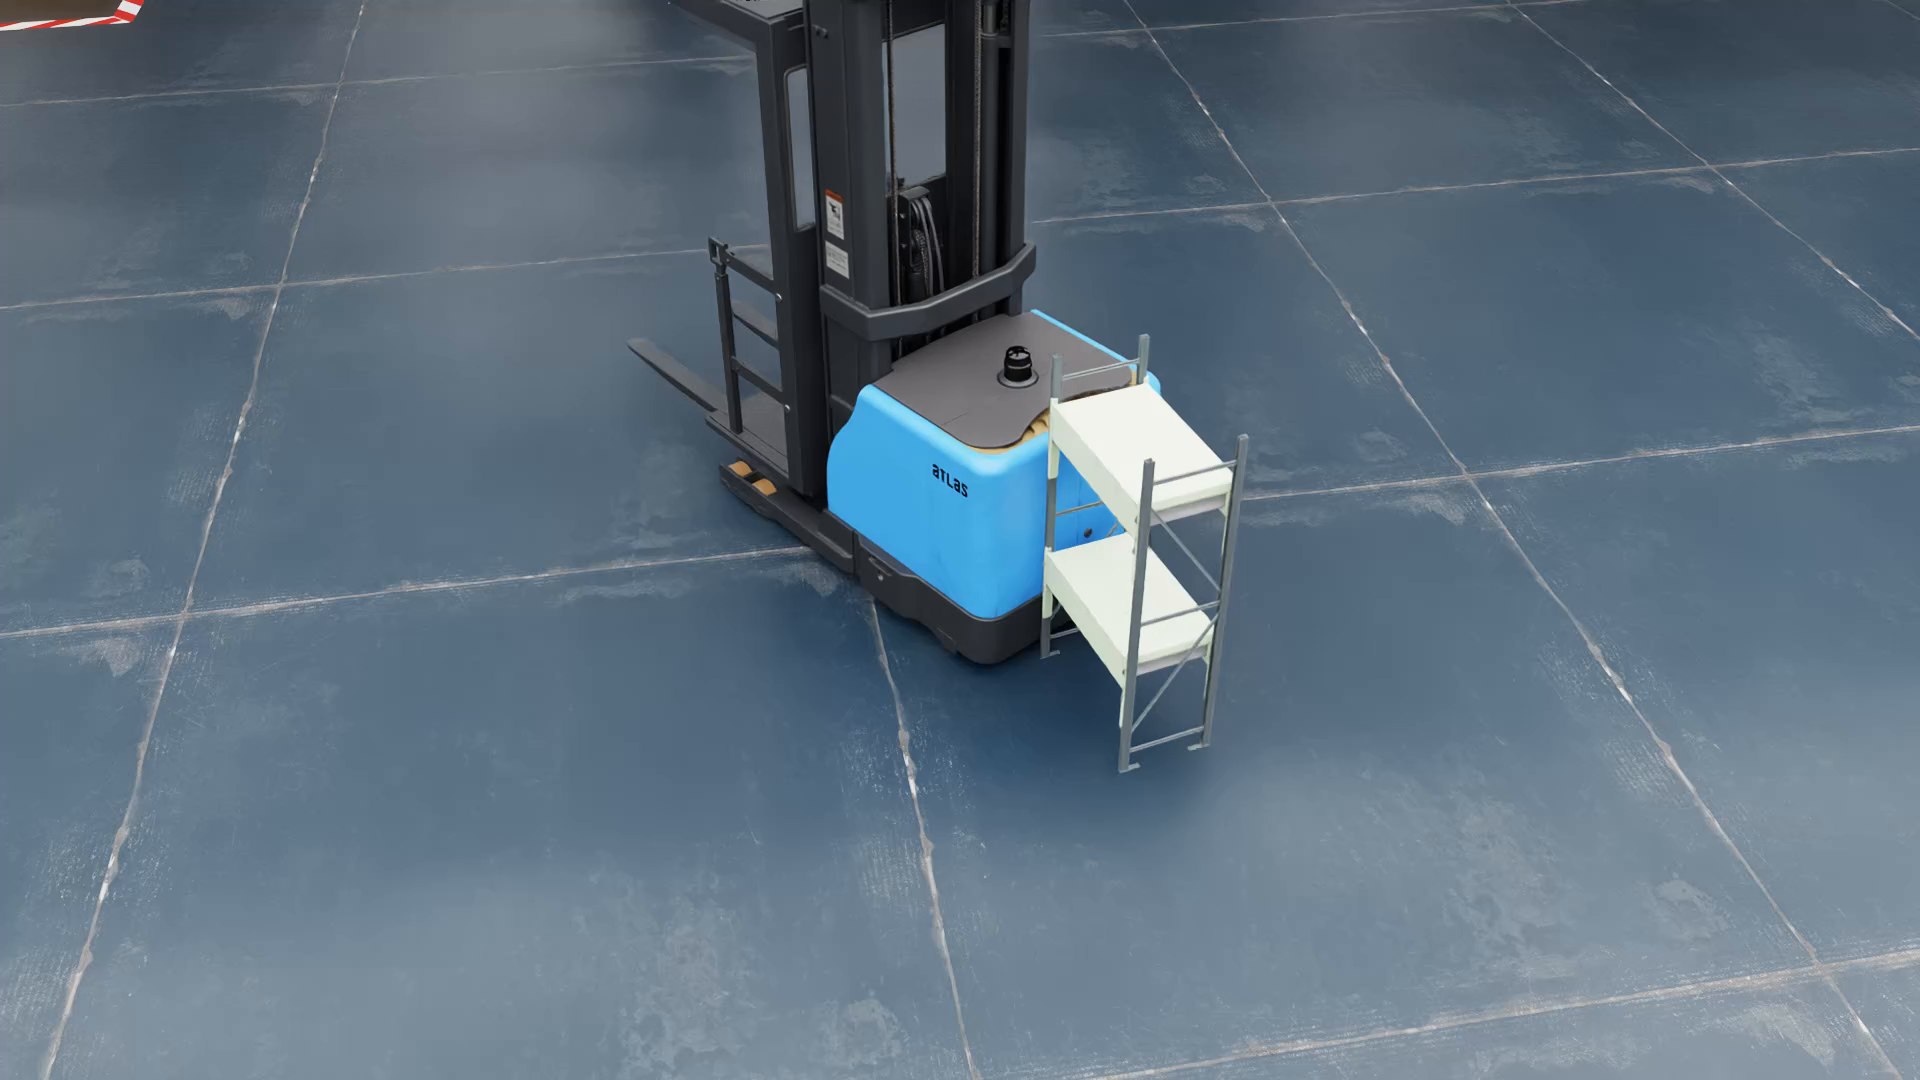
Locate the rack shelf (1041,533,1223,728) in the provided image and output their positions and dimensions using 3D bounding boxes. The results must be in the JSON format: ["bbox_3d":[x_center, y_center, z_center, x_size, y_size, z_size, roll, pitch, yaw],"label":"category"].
[{"bbox_3d":[0.672,0.328,6.636,0.431,0.370,0.720,-14,40,-18],"label":"rack shelf"}]

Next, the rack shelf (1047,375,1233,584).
[{"bbox_3d":[0.672,-0.237,6.197,0.431,0.370,0.720,-14,40,-18],"label":"rack shelf"}]

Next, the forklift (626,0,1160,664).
[{"bbox_3d":[-0.503,-1.463,7.245,1.130,2.935,3.031,-28,46,-31],"label":"forklift"}]

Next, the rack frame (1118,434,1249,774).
[{"bbox_3d":[0.813,0.278,6.170,0.400,1.500,0.023,-14,40,-18],"label":"rack frame"}]

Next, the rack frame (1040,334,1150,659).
[{"bbox_3d":[0.530,-0.136,6.703,0.400,1.500,0.023,-14,40,-18],"label":"rack frame"}]

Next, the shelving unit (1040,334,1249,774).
[{"bbox_3d":[0.672,0.071,6.436,0.431,1.500,0.755,-14,40,-18],"label":"shelving unit"}]
